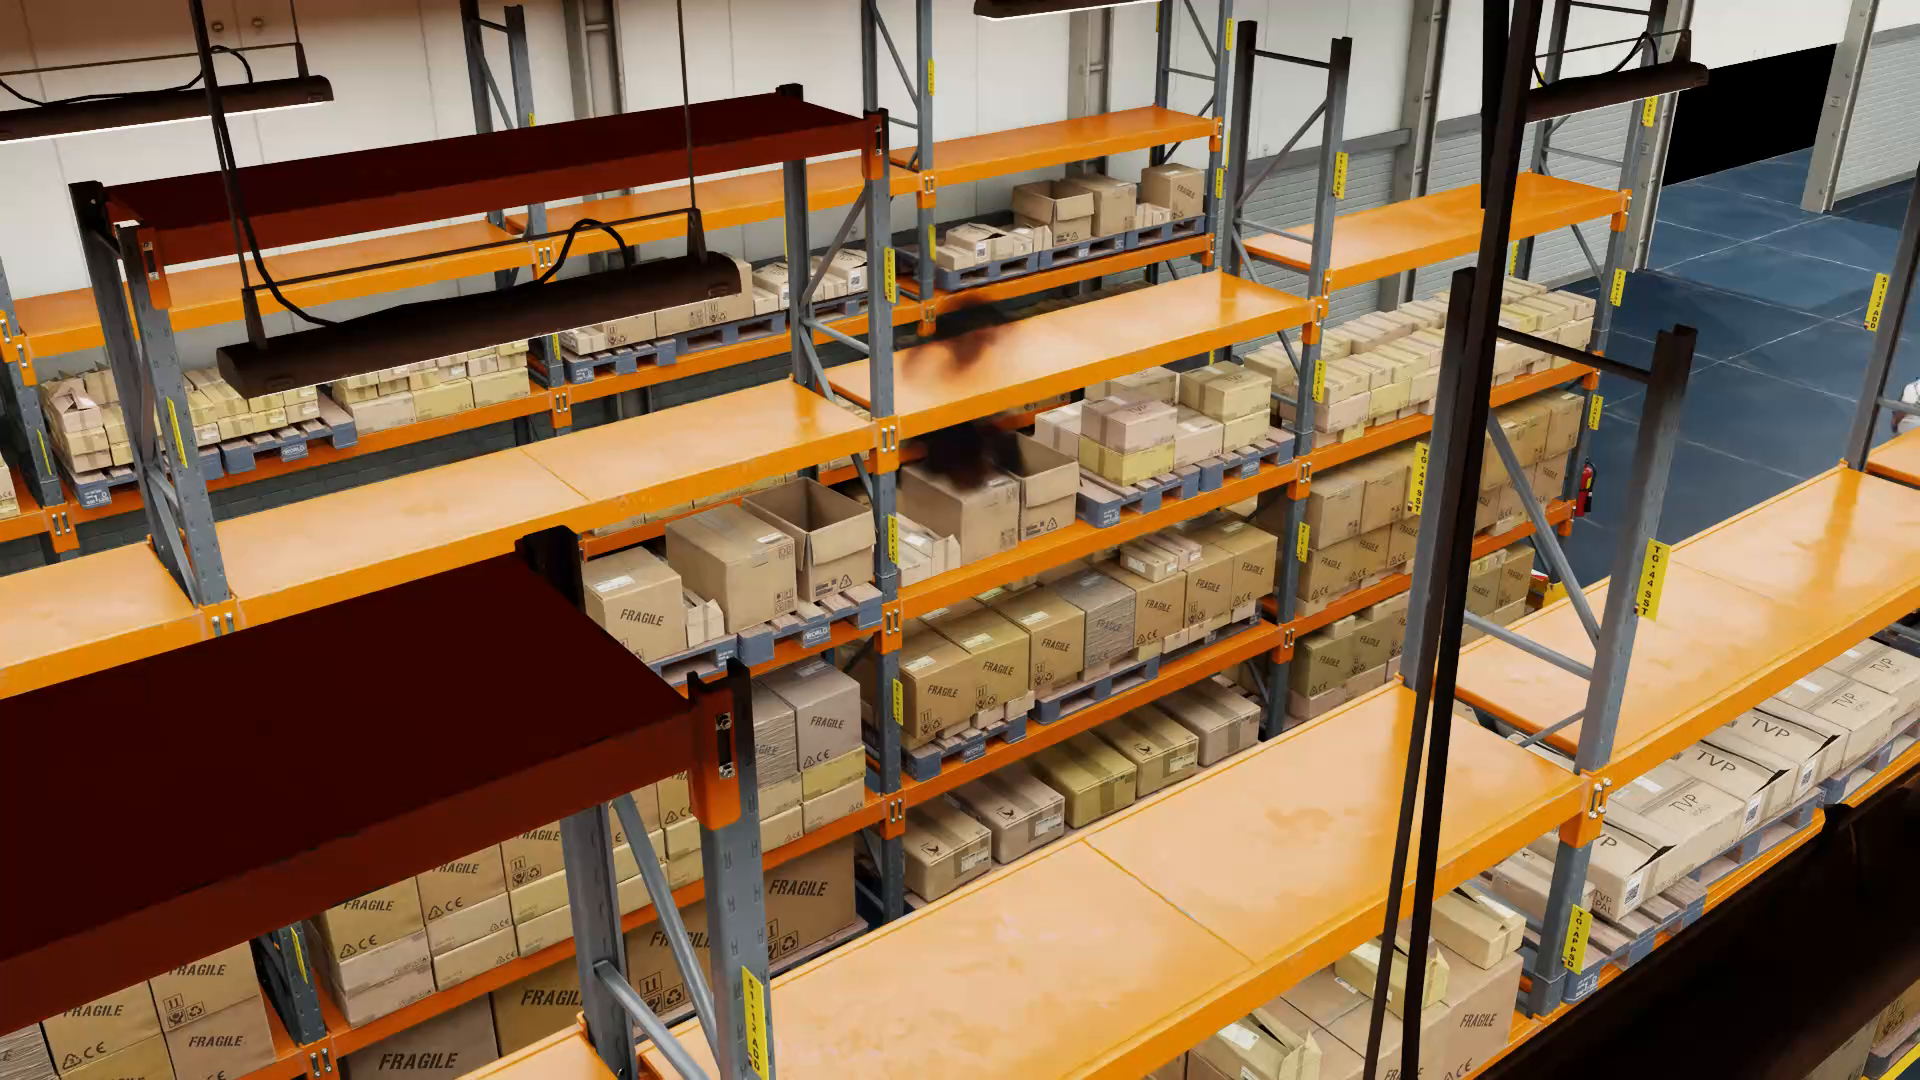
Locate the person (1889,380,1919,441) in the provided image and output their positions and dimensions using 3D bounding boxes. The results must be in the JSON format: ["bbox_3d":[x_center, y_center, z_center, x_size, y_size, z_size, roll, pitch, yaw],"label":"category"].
[{"bbox_3d":[10.694,-1.184,18.576,0.633,1.792,1.114,5,27,11],"label":"person"}]
